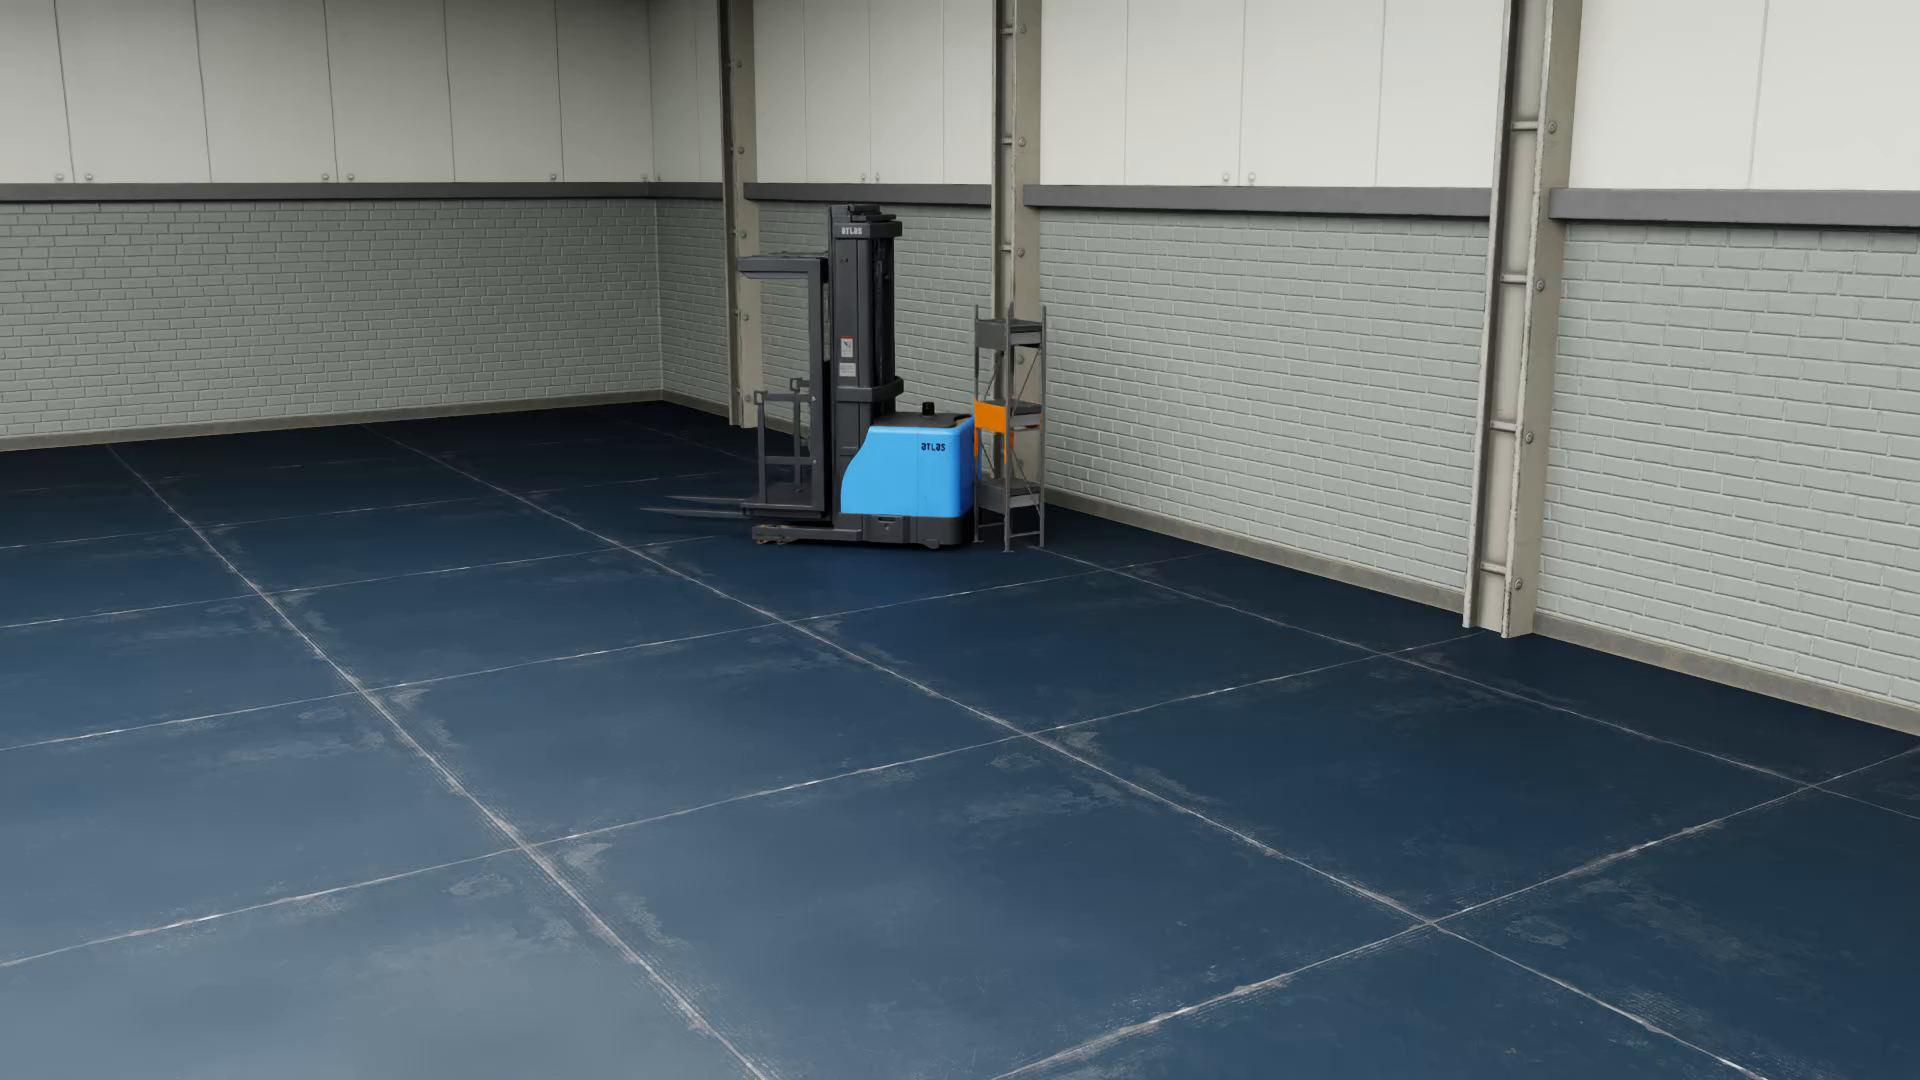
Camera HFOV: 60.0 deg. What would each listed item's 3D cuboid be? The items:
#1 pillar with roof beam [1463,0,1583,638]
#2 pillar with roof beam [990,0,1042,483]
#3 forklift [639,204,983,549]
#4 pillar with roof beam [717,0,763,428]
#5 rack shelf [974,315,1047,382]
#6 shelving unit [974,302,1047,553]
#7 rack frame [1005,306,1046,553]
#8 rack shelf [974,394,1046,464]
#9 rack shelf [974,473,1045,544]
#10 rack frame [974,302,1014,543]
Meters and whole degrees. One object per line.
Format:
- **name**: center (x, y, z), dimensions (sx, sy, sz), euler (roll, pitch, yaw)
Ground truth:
- **pillar with roof beam**: center (0.282, -3.248, 8.650), dimensions (9.100, 9.000, 0.400), euler (-8, 15, -33)
- **pillar with roof beam**: center (-3.042, -4.315, 13.529), dimensions (9.100, 9.000, 0.400), euler (-8, 15, -33)
- **forklift**: center (-1.366, -1.494, 14.834), dimensions (3.031, 2.935, 1.130), euler (3, 13, 12)
- **pillar with roof beam**: center (-6.367, -5.382, 18.409), dimensions (9.100, 9.000, 0.400), euler (-8, 15, -33)
- **rack shelf**: center (0.429, -1.649, 14.277), dimensions (0.431, 0.518, 0.480), euler (-8, 15, -32)
- **shelving unit**: center (0.429, -0.979, 14.423), dimensions (0.431, 2.100, 0.503), euler (-8, 15, -32)
- **rack frame**: center (0.561, -0.935, 14.223), dimensions (0.400, 2.100, 0.015), euler (-8, 15, -32)
- **rack shelf**: center (0.429, -0.966, 14.426), dimensions (0.431, 0.518, 0.480), euler (-8, 15, -32)
- **rack shelf**: center (0.429, -0.282, 14.576), dimensions (0.431, 0.518, 0.480), euler (-8, 15, -32)
- **rack frame**: center (0.297, -1.023, 14.624), dimensions (0.400, 2.100, 0.015), euler (-8, 15, -32)
